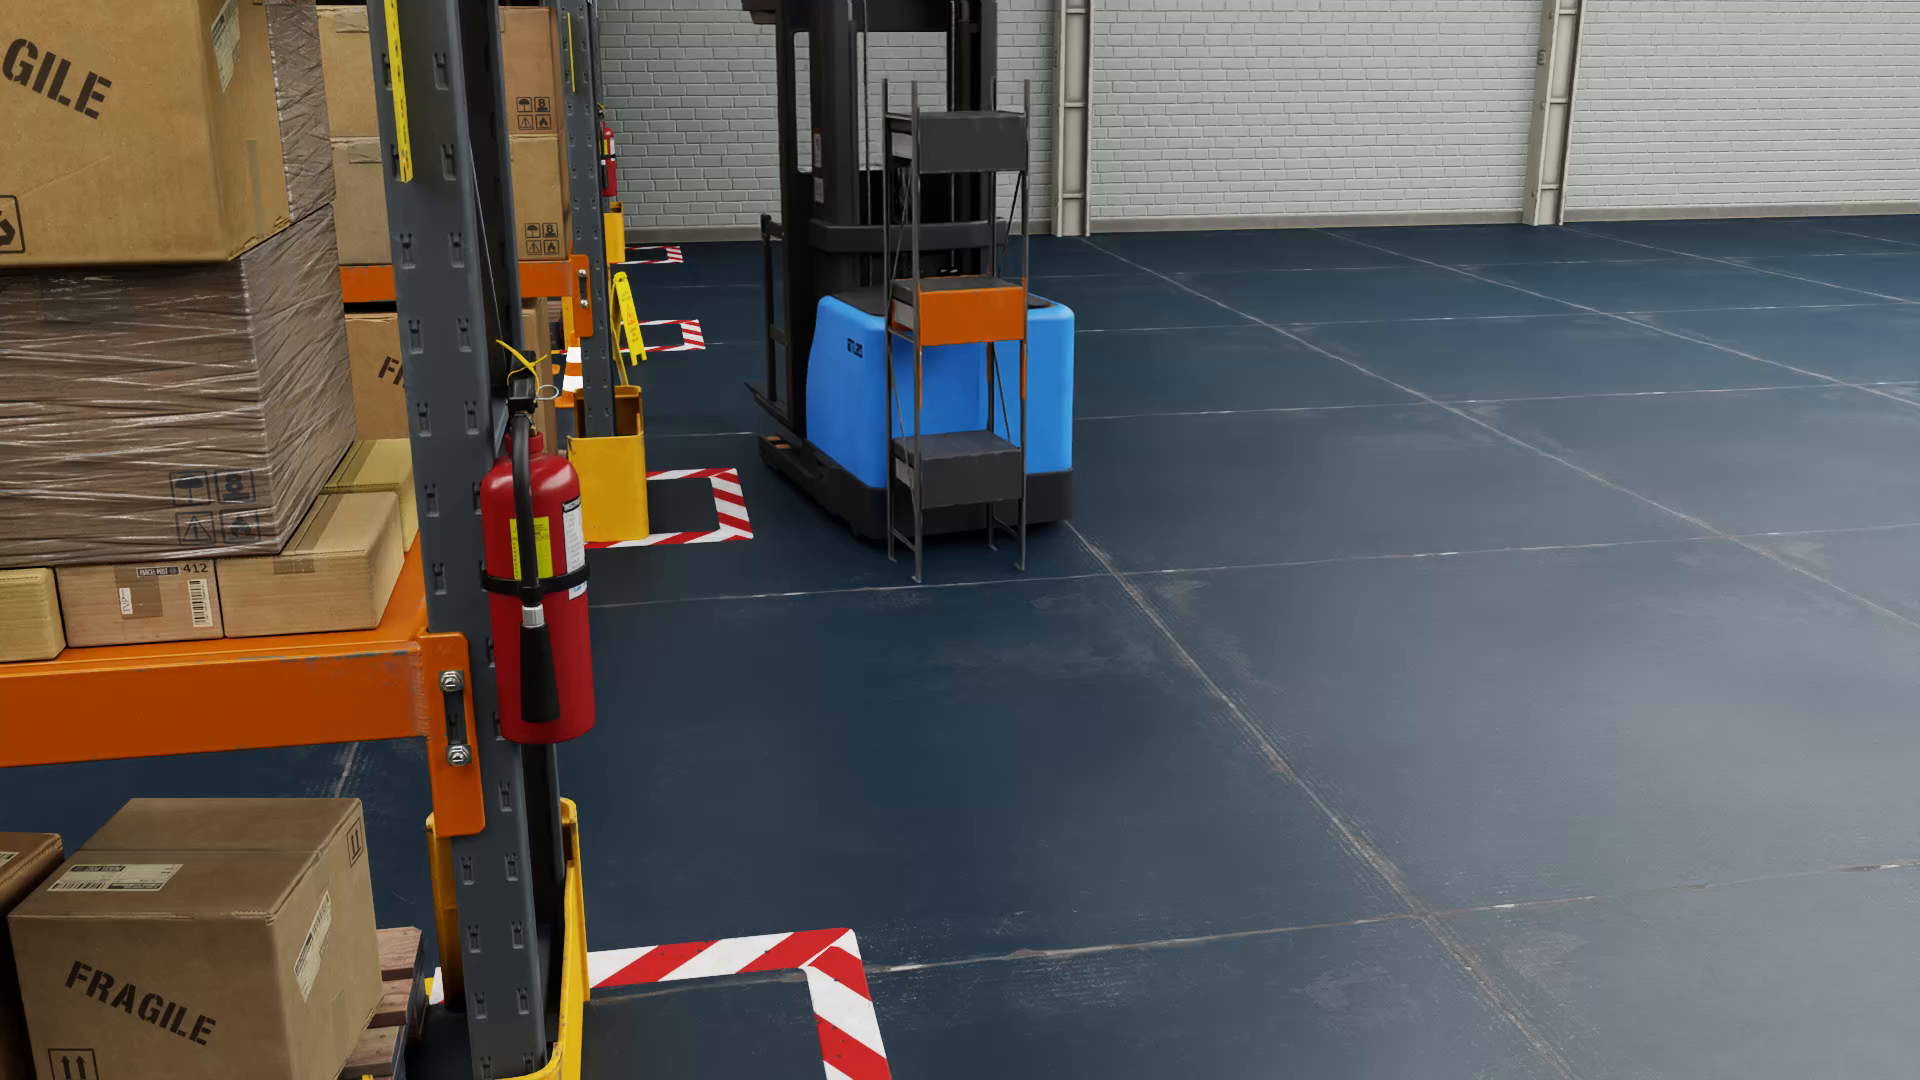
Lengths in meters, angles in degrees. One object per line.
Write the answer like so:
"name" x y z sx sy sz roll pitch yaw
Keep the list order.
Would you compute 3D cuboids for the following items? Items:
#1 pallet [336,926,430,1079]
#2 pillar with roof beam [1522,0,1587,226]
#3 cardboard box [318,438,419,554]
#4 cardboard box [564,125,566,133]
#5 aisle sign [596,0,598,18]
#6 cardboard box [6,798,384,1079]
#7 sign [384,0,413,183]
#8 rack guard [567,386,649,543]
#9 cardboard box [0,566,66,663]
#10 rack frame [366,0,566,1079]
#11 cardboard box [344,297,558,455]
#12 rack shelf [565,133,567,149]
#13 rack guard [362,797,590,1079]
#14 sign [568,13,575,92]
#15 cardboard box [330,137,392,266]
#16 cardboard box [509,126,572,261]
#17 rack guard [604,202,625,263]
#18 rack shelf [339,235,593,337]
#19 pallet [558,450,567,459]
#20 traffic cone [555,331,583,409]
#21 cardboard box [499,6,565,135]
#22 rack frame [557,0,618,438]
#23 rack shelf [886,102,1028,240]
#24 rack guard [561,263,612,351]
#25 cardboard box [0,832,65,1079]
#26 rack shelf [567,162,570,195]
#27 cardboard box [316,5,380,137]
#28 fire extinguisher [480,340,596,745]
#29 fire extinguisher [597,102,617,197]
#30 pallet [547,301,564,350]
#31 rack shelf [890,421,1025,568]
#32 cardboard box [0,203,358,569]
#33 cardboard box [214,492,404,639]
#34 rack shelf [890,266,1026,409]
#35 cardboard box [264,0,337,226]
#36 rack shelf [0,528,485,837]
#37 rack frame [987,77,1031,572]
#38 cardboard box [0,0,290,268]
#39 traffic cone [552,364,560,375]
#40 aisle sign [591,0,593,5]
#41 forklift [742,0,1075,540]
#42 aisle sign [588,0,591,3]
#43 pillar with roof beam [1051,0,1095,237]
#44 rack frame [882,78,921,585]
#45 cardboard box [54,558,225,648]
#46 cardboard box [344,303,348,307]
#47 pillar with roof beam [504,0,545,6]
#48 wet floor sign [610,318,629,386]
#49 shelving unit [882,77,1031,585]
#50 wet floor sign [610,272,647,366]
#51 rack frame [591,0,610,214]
"pallet" -1.803 1.215 3.497 1.213 0.211 1.003 -3 17 -10
"pillar with roof beam" 7.995 -6.961 15.150 0.400 9.000 9.100 -3 17 -10
"cardboard box" -1.249 -0.090 3.425 0.250 0.149 0.380 -3 17 -10
"cardboard box" -4.182 -4.390 16.825 0.500 0.500 0.500 -4 17 -12
"aisle sign" -3.629 -5.607 16.530 0.004 0.787 0.394 -3 17 -10
"cardboard box" -1.540 0.867 3.424 0.500 0.500 0.500 0 17 0
"sign" -0.838 -0.701 2.475 0.005 0.325 0.100 -3 17 -10
"rack guard" -1.742 -0.399 8.261 0.348 0.500 1.175 -3 17 -10
"cardboard box" -1.646 0.080 2.869 0.250 0.149 0.380 -3 17 -10
"rack frame" -0.924 -0.158 3.216 0.127 3.000 1.000 -3 17 -10
"cardboard box" -2.419 -0.721 7.955 0.875 0.875 0.875 -3 17 -10
"rack shelf" -5.713 -3.990 16.918 4.000 0.370 1.077 -3 17 -10
"rack guard" -0.998 1.042 3.569 0.348 0.500 1.175 -3 17 -10
"sign" -1.676 -2.103 7.173 0.005 0.325 0.100 -3 17 -10
"cardboard box" -2.657 -1.594 7.638 0.550 0.550 0.875 -3 17 -10
"cardboard box" -2.121 -1.631 7.758 0.550 0.550 0.875 -3 17 -10
"rack guard" -3.726 -3.252 17.547 0.348 0.500 1.175 -3 17 -10
"rack shelf" -3.729 -1.138 7.633 4.000 0.370 1.077 -3 17 -10
"pallet" -2.536 -0.193 8.081 1.213 0.211 1.003 -3 17 -10
"traffic cone" -2.437 -1.105 10.621 0.334 0.463 0.336 -3 17 -10
"cardboard box" -2.137 -2.171 7.678 0.550 0.550 0.875 -3 17 -10
"rack frame" -1.766 -1.593 7.890 0.127 3.000 1.000 -3 17 -10
"rack shelf" -0.020 -1.548 6.938 0.480 0.518 0.431 -7 18 -20
"rack guard" -2.878 -1.815 12.870 0.348 0.500 1.175 -3 17 -10
"cardboard box" -2.121 0.910 3.283 0.500 0.500 0.500 1 17 4
"rack shelf" -4.768 -2.559 12.260 4.000 0.370 1.077 -3 17 -10
"cardboard box" -2.660 -2.114 7.492 0.550 0.550 0.875 -3 17 -10
"fire extinguisher" -0.724 0.006 2.816 0.183 0.674 0.296 -3 17 -10
"fire extinguisher" -2.604 -2.851 12.117 0.183 0.674 0.296 -3 17 -10
"pallet" -3.683 -1.642 12.799 1.213 0.211 1.003 -3 17 -10
"rack shelf" -0.020 -0.210 7.349 0.480 0.518 0.431 -7 18 -20
"cardboard box" -1.469 -0.325 3.084 0.500 0.500 0.875 -3 17 -10
"cardboard box" -1.165 0.038 3.007 0.250 0.149 0.380 -3 17 -10
"rack shelf" -0.020 -0.879 7.143 0.480 0.518 0.431 -7 18 -20
"cardboard box" -1.516 -0.873 3.167 0.500 0.500 0.500 -3 17 -10
"rack shelf" -2.888 0.298 2.959 4.000 0.370 1.077 -3 17 -10
"rack frame" 0.207 -0.918 7.224 0.015 2.100 0.400 -7 18 -20
"cardboard box" -1.417 -0.724 2.679 0.500 0.500 0.500 -3 17 -10
"traffic cone" -2.981 -1.406 11.601 0.334 0.463 0.336 -3 17 -10
"aisle sign" -1.753 -2.926 7.802 0.004 0.787 0.394 -3 17 -10
"forklift" -0.464 -1.793 8.659 1.130 2.935 3.031 -7 18 -20
"aisle sign" -1.639 -2.753 7.239 0.004 0.787 0.394 -3 17 -10
"pillar with roof beam" 2.104 -6.627 14.062 0.400 9.000 9.100 -3 17 -10
"rack frame" -0.247 -0.866 7.054 0.015 2.100 0.400 -7 18 -20
"cardboard box" -1.410 0.052 2.963 0.250 0.149 0.380 -3 17 -10
"cardboard box" -3.282 -0.672 7.793 0.875 0.875 0.875 -4 17 -11
"pillar with roof beam" -3.787 -6.293 12.974 0.400 9.000 9.100 -3 17 -10
"wet floor sign" -2.113 -1.040 10.099 0.232 0.644 0.267 -6 18 -20
"shelving unit" -0.020 -0.892 7.139 0.503 2.100 0.431 -7 18 -20
"wet floor sign" -2.414 -1.591 11.893 0.232 0.644 0.267 3 17 9
"rack frame" -3.749 -4.445 17.175 0.127 3.000 1.000 -3 17 -10
